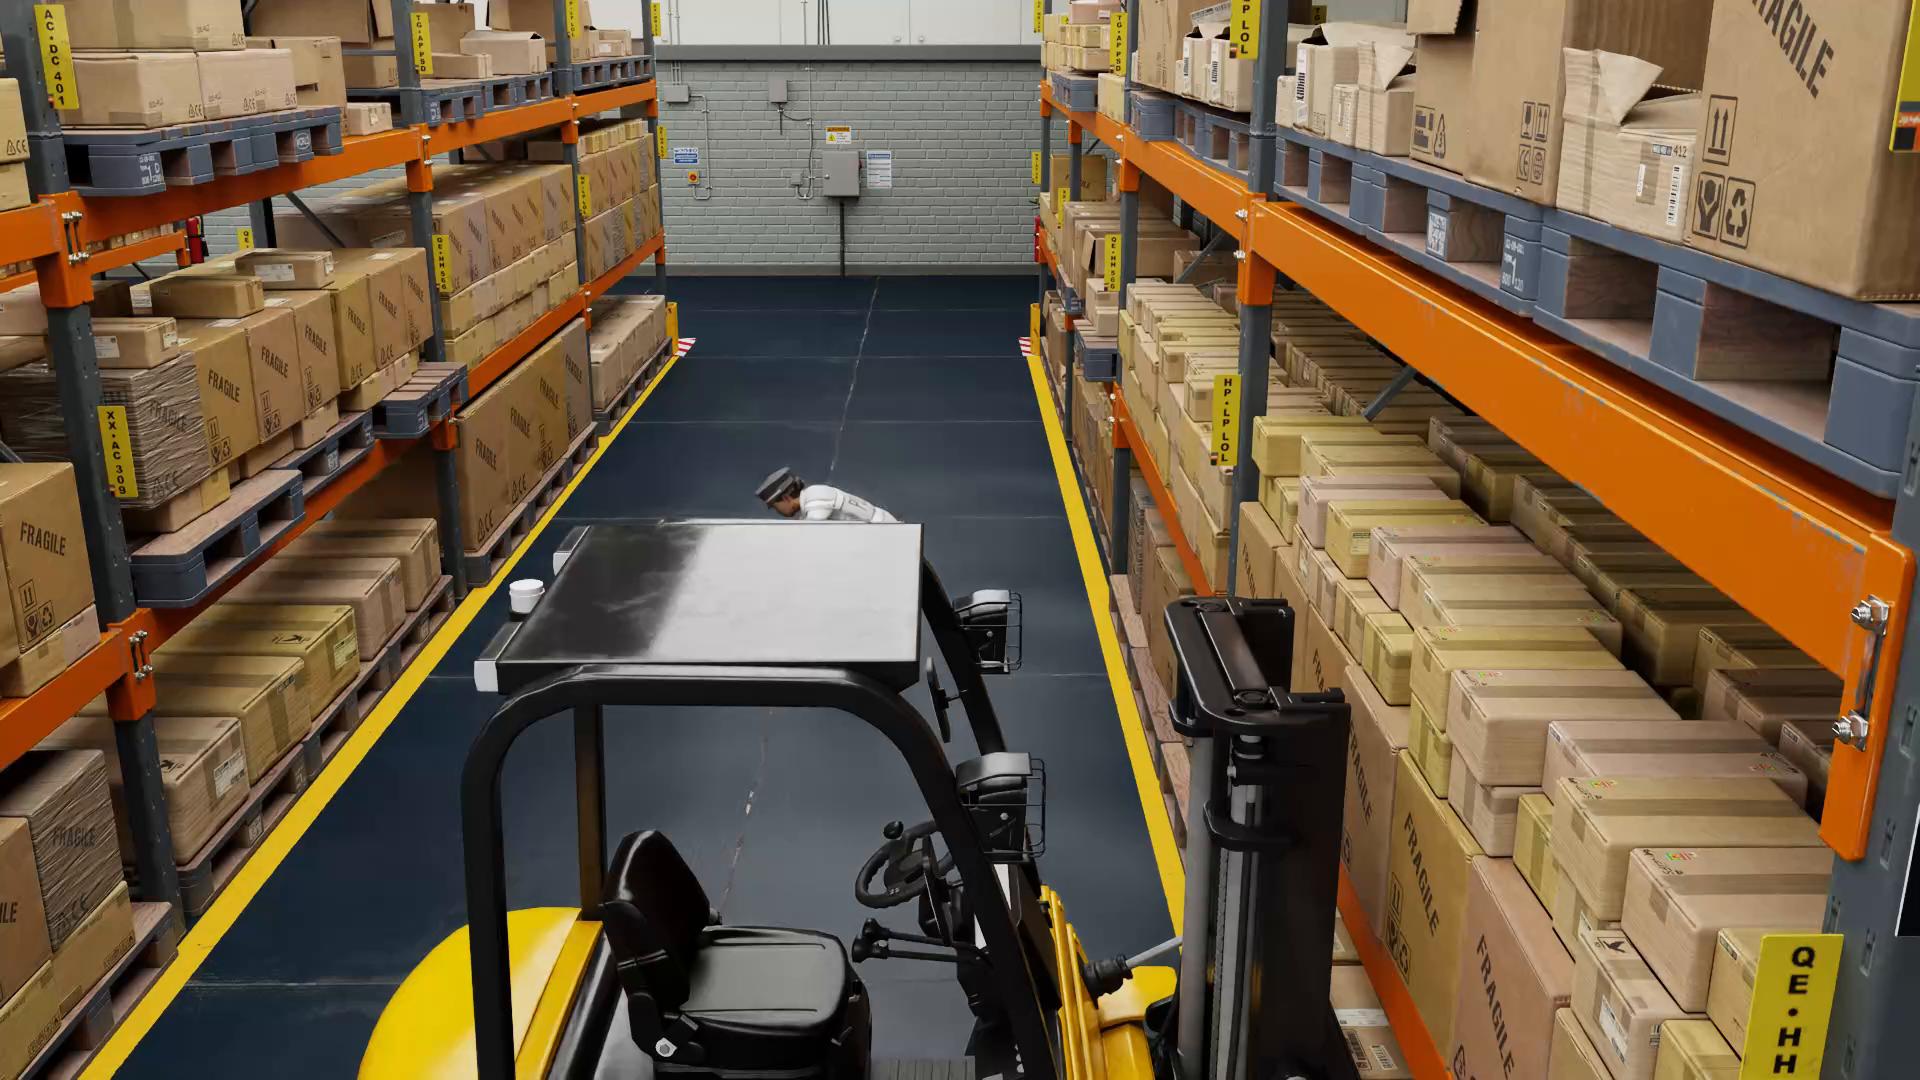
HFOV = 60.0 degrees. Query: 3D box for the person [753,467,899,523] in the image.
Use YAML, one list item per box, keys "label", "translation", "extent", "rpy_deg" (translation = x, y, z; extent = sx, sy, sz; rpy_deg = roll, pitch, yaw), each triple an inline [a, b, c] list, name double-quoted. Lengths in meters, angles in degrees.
- label: "person"
  translation: [-0.745, 0.054, 9.531]
  extent: [0.845, 0.984, 0.494]
  rpy_deg: [0, 17, -1]
